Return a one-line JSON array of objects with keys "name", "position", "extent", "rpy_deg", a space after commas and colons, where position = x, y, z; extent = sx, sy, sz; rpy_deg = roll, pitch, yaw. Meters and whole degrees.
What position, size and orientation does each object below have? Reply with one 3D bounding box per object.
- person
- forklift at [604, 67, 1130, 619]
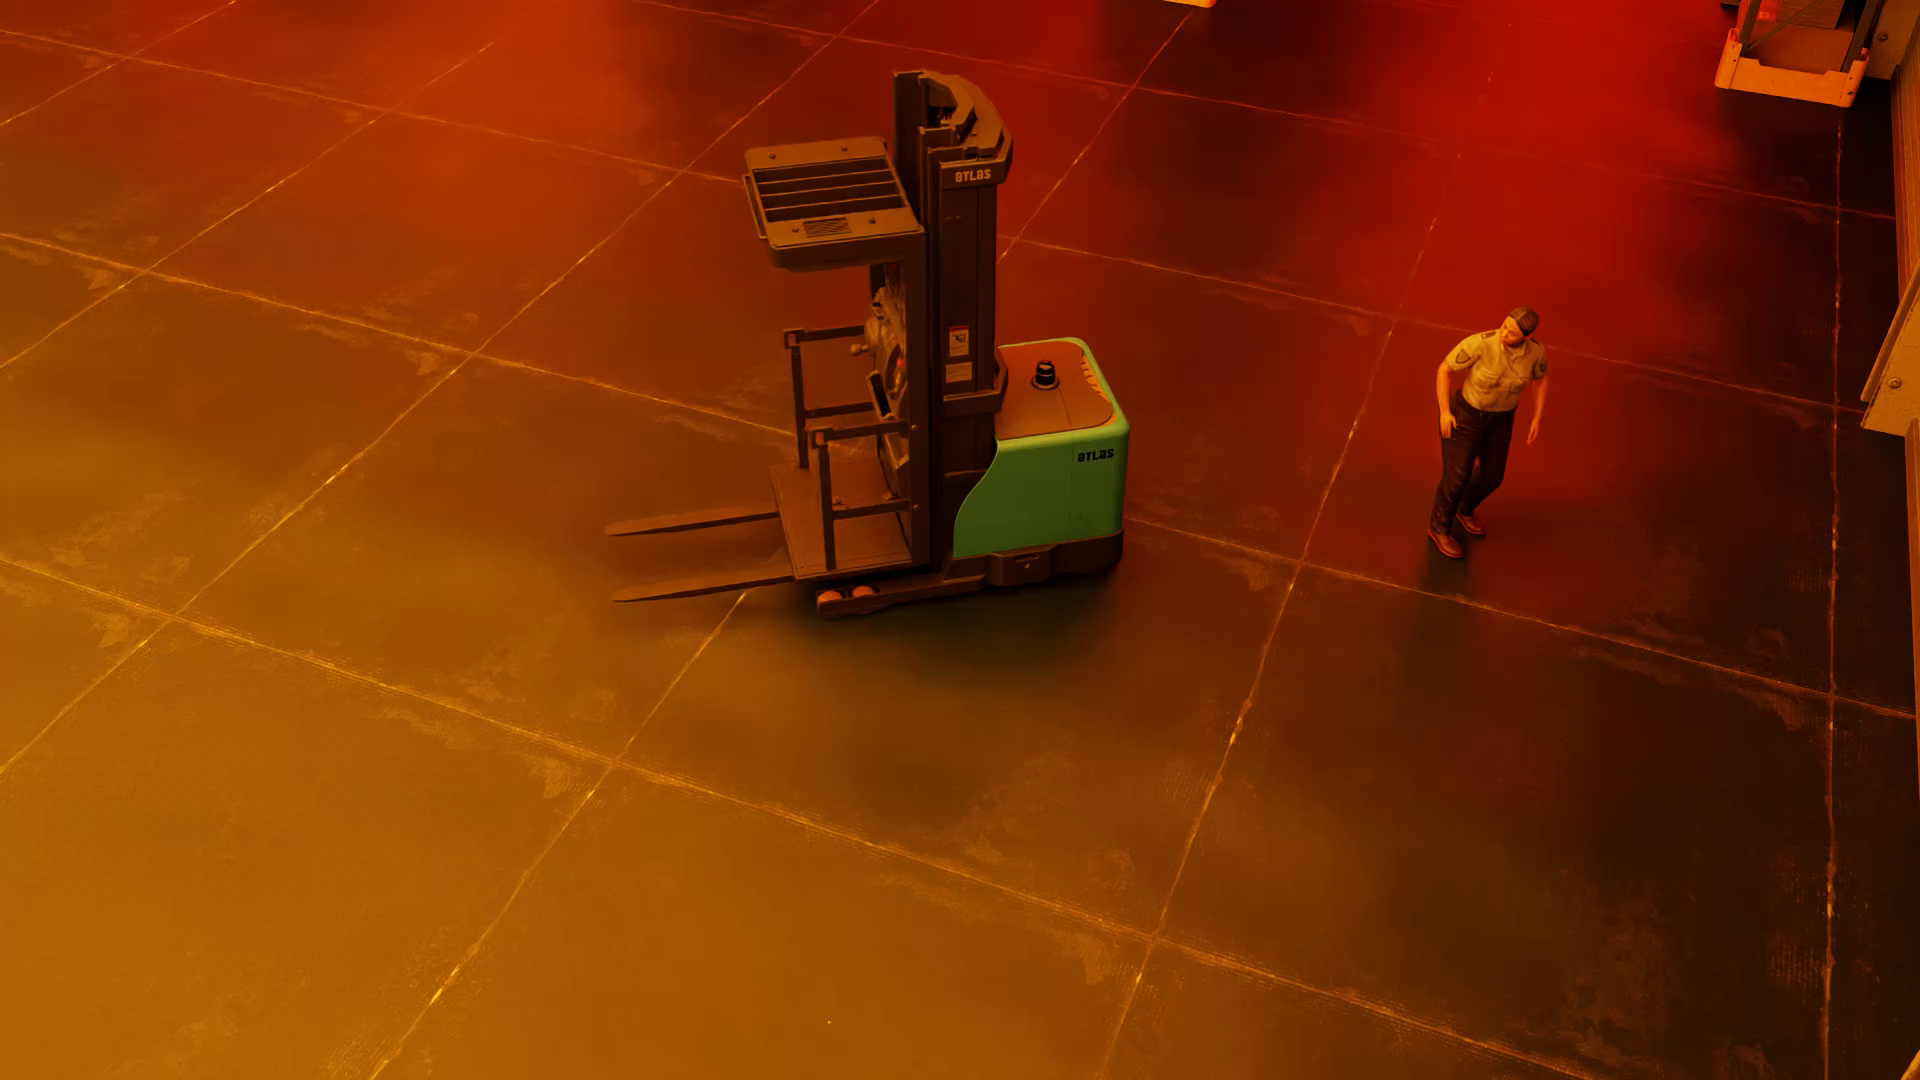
[{"name": "person", "position": [3.147, -0.667, 9.834], "extent": [0.675, 1.617, 0.485], "rpy_deg": [-8, 41, -10]}, {"name": "forklift", "position": [-0.594, -1.034, 9.241], "extent": [3.031, 2.935, 1.130], "rpy_deg": [-8, 41, -10]}]
